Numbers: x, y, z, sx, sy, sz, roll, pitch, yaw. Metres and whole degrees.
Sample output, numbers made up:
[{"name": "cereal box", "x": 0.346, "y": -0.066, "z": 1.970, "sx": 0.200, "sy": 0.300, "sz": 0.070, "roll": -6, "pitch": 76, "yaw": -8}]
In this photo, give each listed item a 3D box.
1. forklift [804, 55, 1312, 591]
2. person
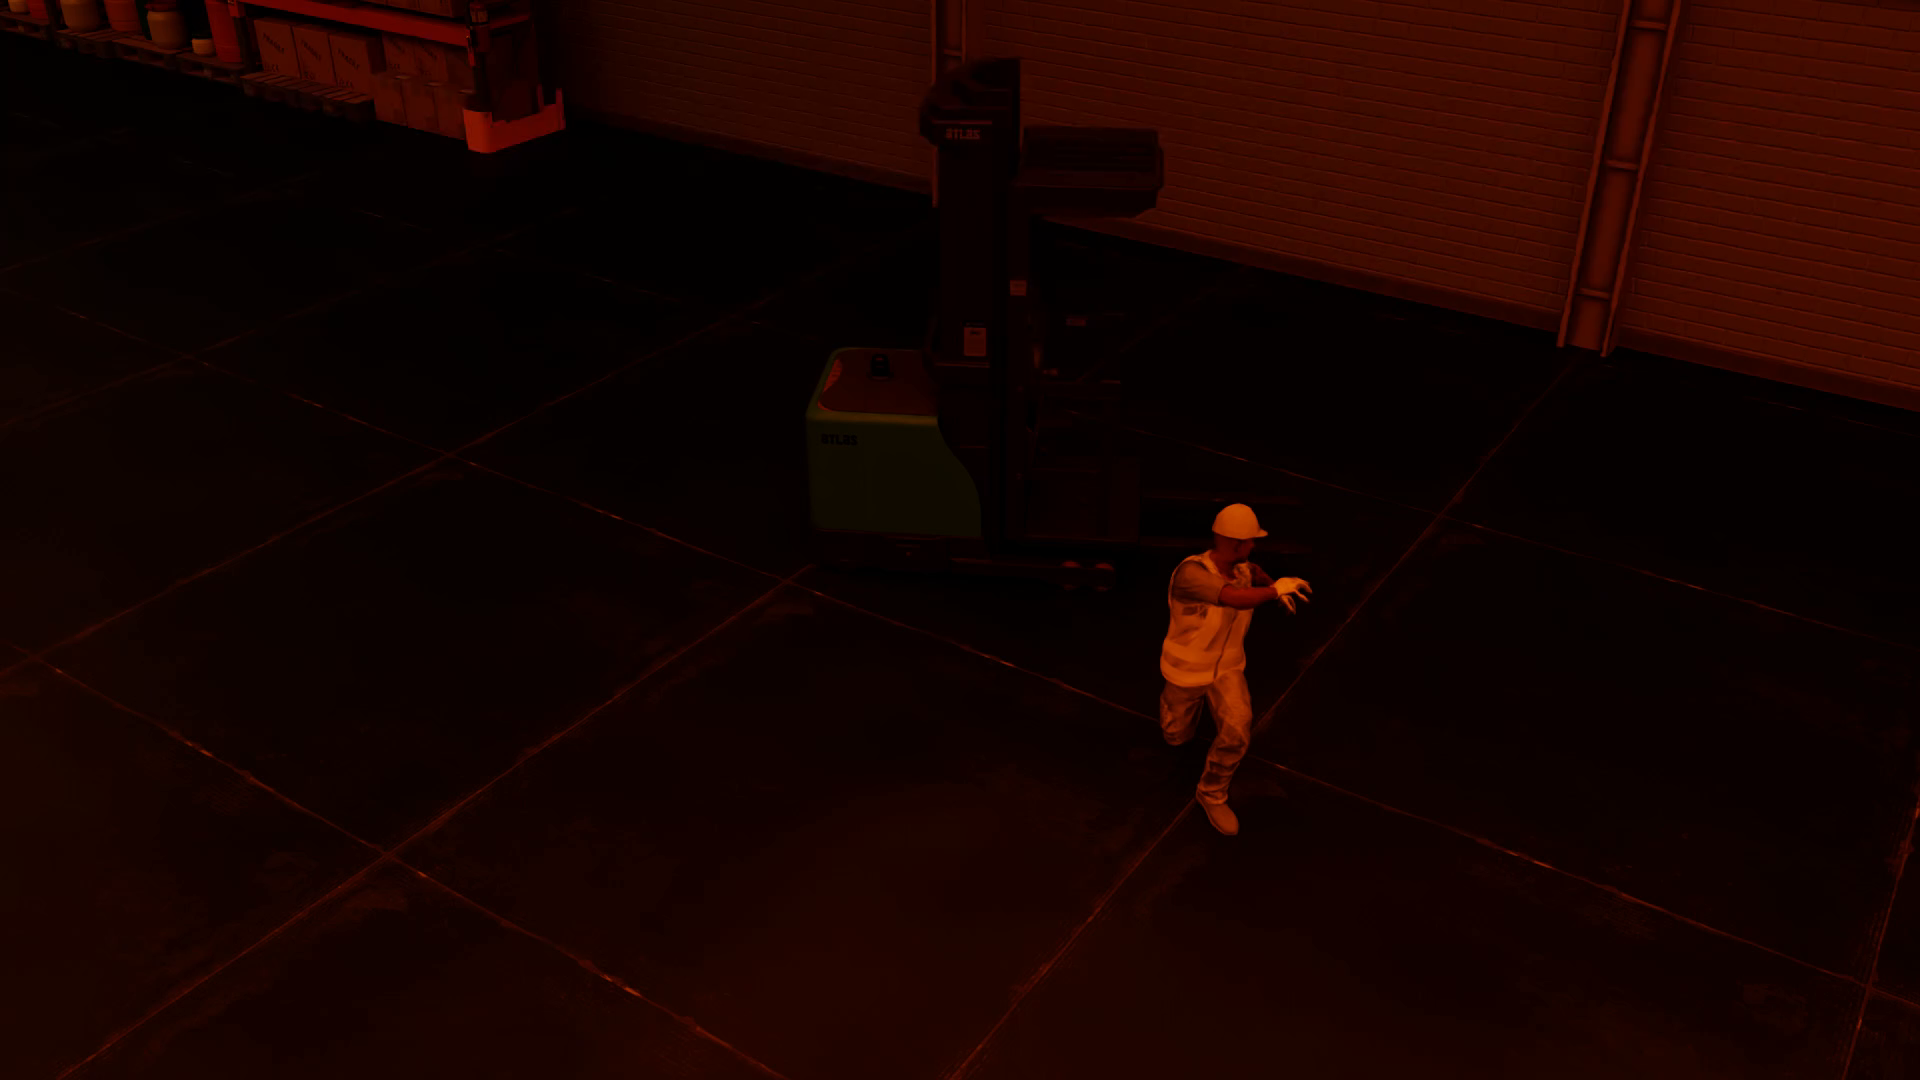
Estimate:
[{"name": "forklift", "x": 0.629, "y": -1.244, "z": 9.724, "sx": 3.031, "sy": 2.935, "sz": 1.130, "roll": 3, "pitch": 30, "yaw": 5}, {"name": "person", "x": 1.391, "y": 0.525, "z": 8.119, "sx": 0.857, "sy": 1.499, "sz": 0.996, "roll": -7, "pitch": 31, "yaw": -12}]
